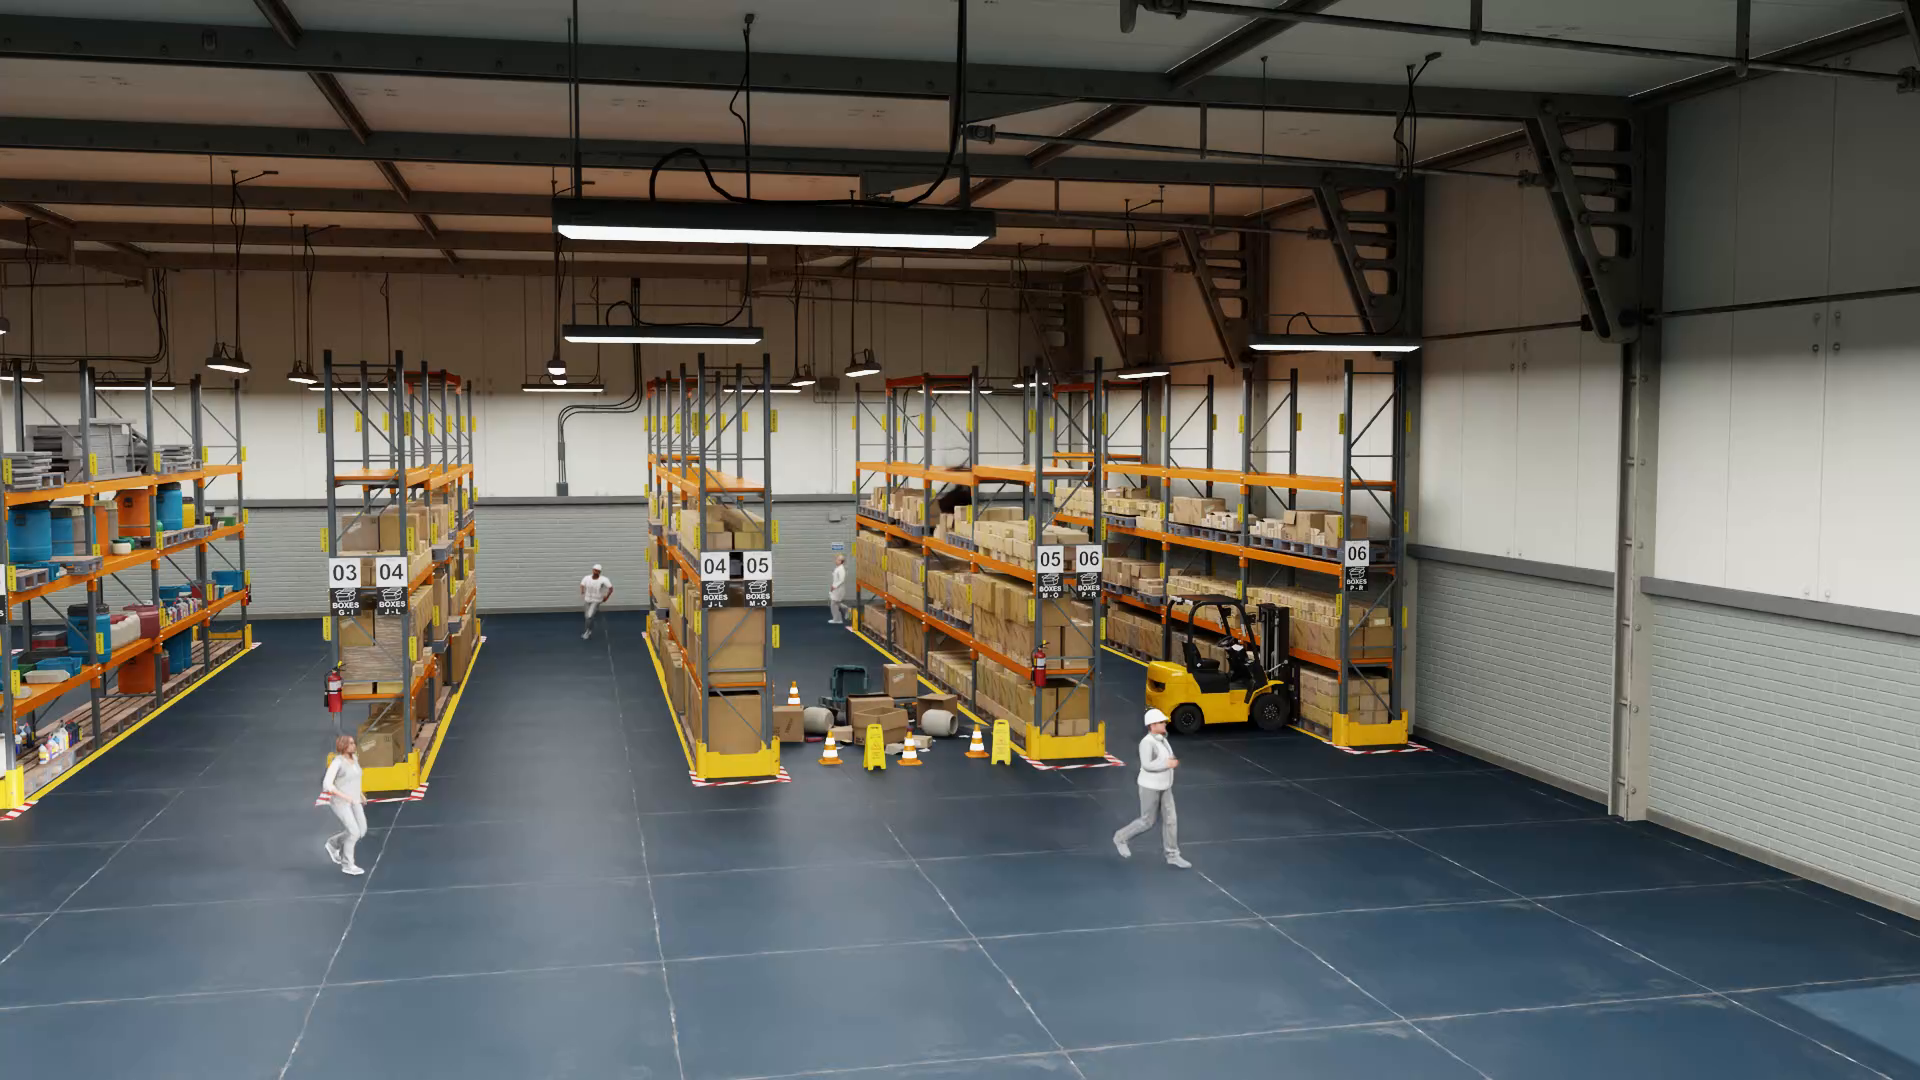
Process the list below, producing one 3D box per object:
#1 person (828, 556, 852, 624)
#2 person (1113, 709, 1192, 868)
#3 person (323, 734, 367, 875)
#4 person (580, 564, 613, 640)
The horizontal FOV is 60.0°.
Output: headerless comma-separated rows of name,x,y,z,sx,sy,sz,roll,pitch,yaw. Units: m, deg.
person,-2.978,1.250,41.621,0.620,1.723,0.774,-1,4,-12
person,2.182,2.785,18.795,0.931,1.766,0.676,2,5,31
person,-6.879,2.937,18.493,0.543,1.567,0.559,1,4,15
person,-8.524,1.447,38.781,0.776,1.771,0.623,1,4,14
